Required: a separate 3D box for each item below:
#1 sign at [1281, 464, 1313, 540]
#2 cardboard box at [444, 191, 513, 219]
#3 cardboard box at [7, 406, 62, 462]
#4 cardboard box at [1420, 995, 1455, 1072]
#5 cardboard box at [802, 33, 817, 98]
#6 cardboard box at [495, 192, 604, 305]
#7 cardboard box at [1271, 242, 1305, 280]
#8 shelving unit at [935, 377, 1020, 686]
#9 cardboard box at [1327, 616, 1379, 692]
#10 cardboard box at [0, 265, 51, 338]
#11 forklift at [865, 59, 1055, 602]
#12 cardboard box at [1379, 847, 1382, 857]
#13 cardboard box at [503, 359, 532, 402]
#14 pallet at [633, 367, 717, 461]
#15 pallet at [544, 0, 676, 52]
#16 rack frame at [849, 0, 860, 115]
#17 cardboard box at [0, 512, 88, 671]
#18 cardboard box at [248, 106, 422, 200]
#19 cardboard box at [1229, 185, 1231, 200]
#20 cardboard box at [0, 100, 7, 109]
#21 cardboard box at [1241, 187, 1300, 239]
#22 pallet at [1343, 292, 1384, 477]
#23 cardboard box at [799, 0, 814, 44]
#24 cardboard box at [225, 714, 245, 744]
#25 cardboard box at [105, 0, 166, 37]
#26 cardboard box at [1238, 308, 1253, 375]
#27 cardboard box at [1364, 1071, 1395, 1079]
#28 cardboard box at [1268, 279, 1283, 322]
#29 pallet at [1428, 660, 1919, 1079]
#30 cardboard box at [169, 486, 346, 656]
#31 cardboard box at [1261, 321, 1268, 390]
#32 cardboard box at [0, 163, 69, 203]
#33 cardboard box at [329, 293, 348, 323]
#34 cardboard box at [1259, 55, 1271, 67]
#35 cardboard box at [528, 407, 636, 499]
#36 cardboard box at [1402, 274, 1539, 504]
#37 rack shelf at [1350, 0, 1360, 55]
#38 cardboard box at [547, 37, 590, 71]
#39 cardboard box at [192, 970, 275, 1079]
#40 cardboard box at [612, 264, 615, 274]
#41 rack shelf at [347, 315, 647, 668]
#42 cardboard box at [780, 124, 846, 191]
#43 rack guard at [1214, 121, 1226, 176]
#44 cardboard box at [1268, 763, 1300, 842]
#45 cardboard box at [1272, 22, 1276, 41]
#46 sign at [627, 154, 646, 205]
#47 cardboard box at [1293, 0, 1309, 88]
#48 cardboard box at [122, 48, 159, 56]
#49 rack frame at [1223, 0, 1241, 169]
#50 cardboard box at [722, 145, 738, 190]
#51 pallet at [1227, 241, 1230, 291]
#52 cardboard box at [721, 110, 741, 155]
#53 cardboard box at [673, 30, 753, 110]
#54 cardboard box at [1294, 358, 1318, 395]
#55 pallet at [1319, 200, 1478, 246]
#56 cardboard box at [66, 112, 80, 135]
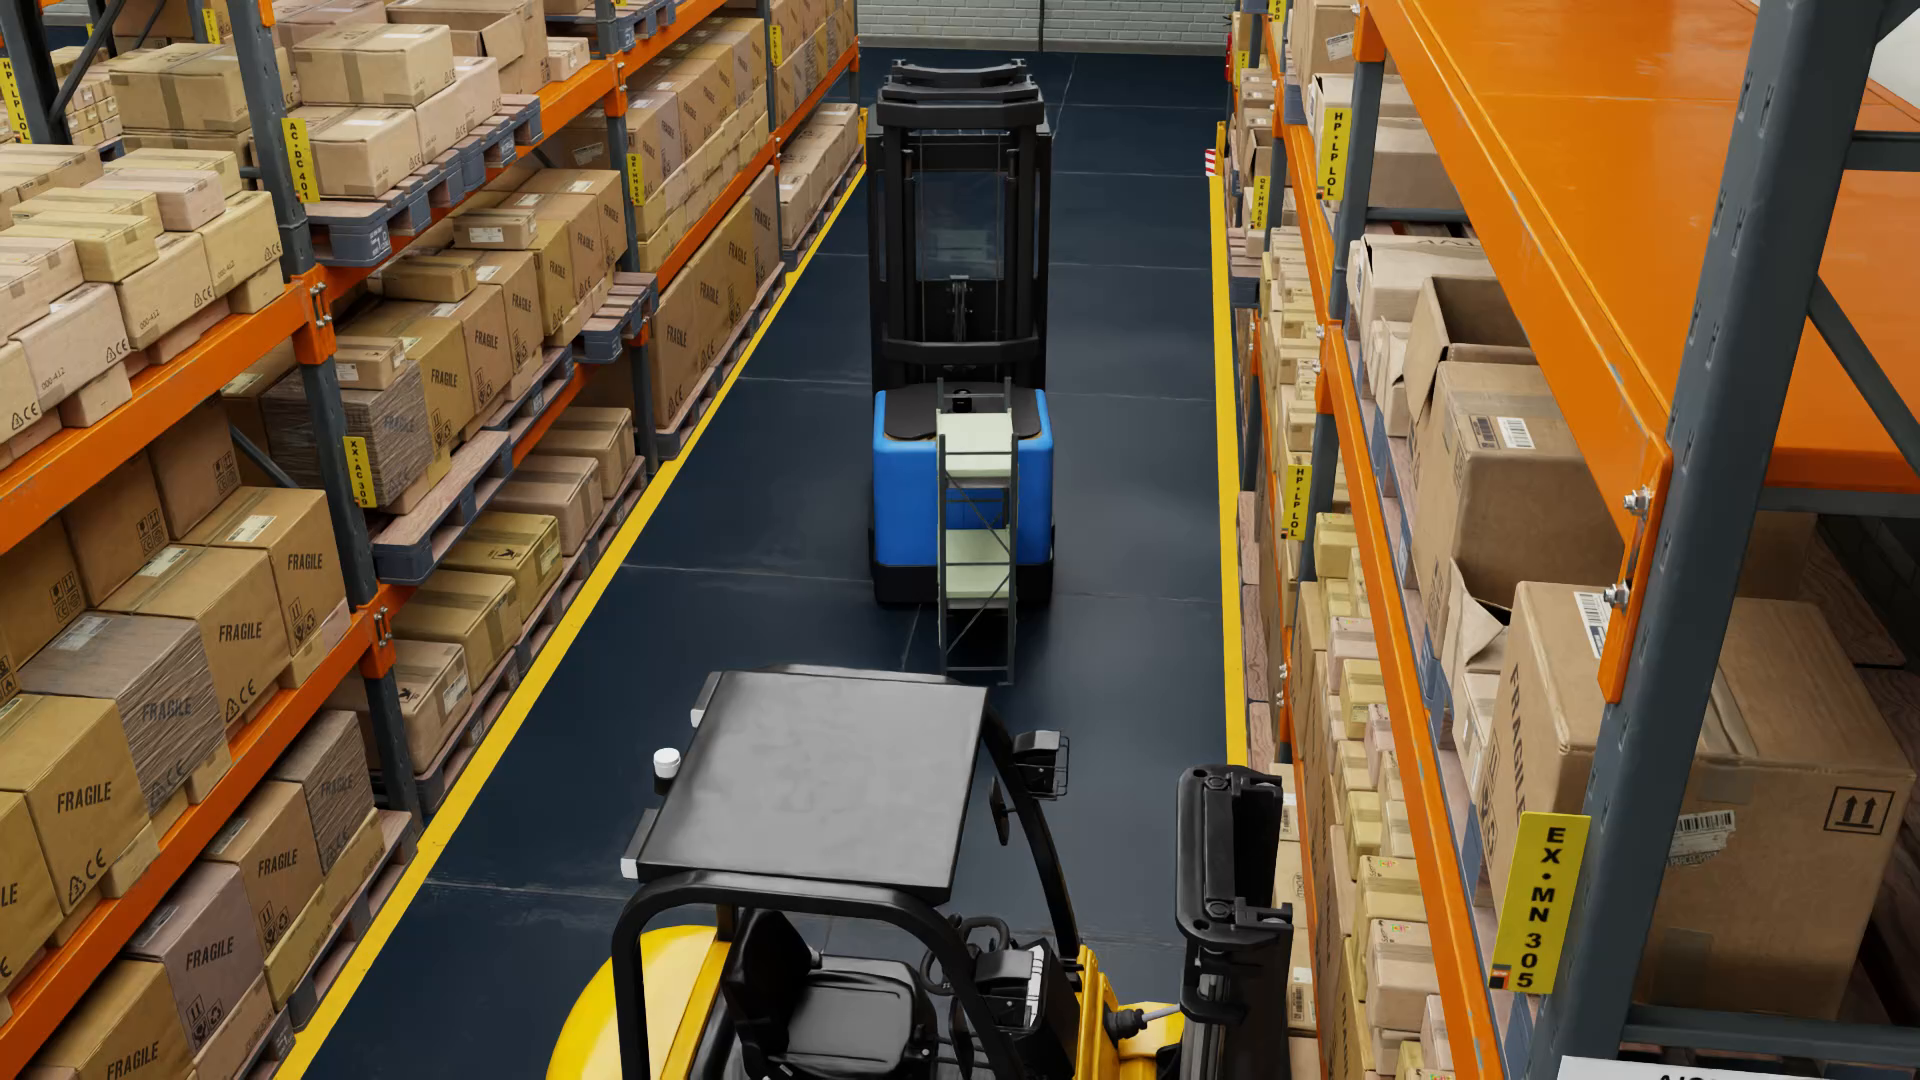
[{"bbox_3d":[1.321,-0.146,6.512,0.100,0.325,0.005,3,28,6],"label":"sign"},{"bbox_3d":[-2.917,-1.729,9.727,0.500,0.500,0.500,5,29,9],"label":"cardboard box"},{"bbox_3d":[-3.058,-0.373,5.175,0.380,0.149,0.250,4,29,7],"label":"cardboard box"},{"bbox_3d":[1.314,1.242,3.971,0.380,0.149,0.250,4,29,7],"label":"cardboard box"},{"bbox_3d":[-1.635,-4.416,15.471,0.500,0.500,0.500,4,29,7],"label":"cardboard box"},{"bbox_3d":[-2.408,-1.699,9.671,0.500,0.500,0.500,3,28,5],"label":"cardboard box"},{"bbox_3d":[1.988,-1.598,9.556,0.380,0.149,0.250,4,29,7],"label":"cardboard box"},{"bbox_3d":[0.085,-0.044,9.043,0.431,1.500,0.755,-1,28,-1],"label":"shelving unit"},{"bbox_3d":[1.429,0.393,5.548,0.380,0.149,0.250,4,29,7],"label":"cardboard box"},{"bbox_3d":[-2.980,-0.715,4.968,0.380,0.149,0.250,4,29,7],"label":"cardboard box"},{"bbox_3d":[-0.015,-1.586,10.395,1.130,2.935,3.031,-1,28,-1],"label":"forklift"},{"bbox_3d":[1.388,1.013,4.711,0.380,0.149,0.250,3,28,6],"label":"cardboard box"},{"bbox_3d":[-2.497,-0.858,8.795,0.380,0.149,0.250,4,29,8],"label":"cardboard box"},{"bbox_3d":[-2.404,-0.952,12.087,1.003,0.211,1.213,3,28,6],"label":"pallet"},{"bbox_3d":[-2.550,-3.357,10.647,1.213,0.211,1.003,5,29,9],"label":"pallet"},{"bbox_3d":[-1.596,-5.579,17.735,1.000,3.000,0.127,3,28,6],"label":"rack frame"},{"bbox_3d":[-3.508,0.123,5.678,0.700,0.500,0.500,3,28,5],"label":"cardboard box"},{"bbox_3d":[-2.596,-1.622,6.942,0.500,0.250,0.500,3,28,5],"label":"cardboard box"},{"bbox_3d":[2.855,-3.451,15.978,0.500,0.500,0.500,4,29,7],"label":"cardboard box"},{"bbox_3d":[-7.093,-3.215,12.541,0.380,0.149,0.250,4,29,8],"label":"cardboard box"},{"bbox_3d":[2.159,-2.161,11.106,0.500,0.250,0.500,2,28,4],"label":"cardboard box"},{"bbox_3d":[1.782,-0.522,5.280,1.003,0.211,1.213,3,28,6],"label":"pallet"},{"bbox_3d":[-1.645,-4.868,15.256,0.500,0.500,0.500,4,29,7],"label":"cardboard box"},{"bbox_3d":[-2.980,0.702,6.342,0.380,0.149,0.250,3,28,5],"label":"cardboard box"},{"bbox_3d":[-7.222,-4.788,14.794,0.500,0.500,0.500,2,28,4],"label":"cardboard box"},{"bbox_3d":[2.368,-1.550,12.449,0.500,0.500,0.500,2,28,4],"label":"cardboard box"},{"bbox_3d":[1.243,1.704,4.110,0.500,0.500,0.500,4,29,8],"label":"cardboard box"},{"bbox_3d":[1.992,-1.250,9.331,0.500,0.250,0.500,4,29,8],"label":"cardboard box"},{"bbox_3d":[1.483,0.626,3.148,1.003,0.211,1.213,3,28,6],"label":"pallet"},{"bbox_3d":[-2.874,0.118,6.741,0.500,0.500,0.500,3,28,5],"label":"cardboard box"},{"bbox_3d":[1.987,-1.029,9.449,0.500,0.250,0.500,3,28,5],"label":"cardboard box"},{"bbox_3d":[-3.431,-1.238,5.939,0.380,0.149,0.250,4,29,8],"label":"cardboard box"},{"bbox_3d":[-3.162,-1.131,7.934,0.380,0.149,0.250,3,28,5],"label":"cardboard box"},{"bbox_3d":[2.782,-4.199,15.018,0.500,0.250,0.500,3,28,6],"label":"cardboard box"},{"bbox_3d":[-2.655,-0.576,10.776,0.950,0.372,0.625,1,28,3],"label":"cardboard box"},{"bbox_3d":[1.517,-0.328,4.168,0.797,0.503,0.637,4,29,8],"label":"cardboard box"},{"bbox_3d":[2.106,-2.734,7.308,1.077,0.370,4.000,3,28,6],"label":"rack shelf"},{"bbox_3d":[-2.406,-2.863,9.796,0.380,0.149,0.250,3,28,6],"label":"cardboard box"},{"bbox_3d":[-2.994,1.879,6.347,0.500,0.250,0.500,4,29,7],"label":"cardboard box"},{"bbox_3d":[-2.382,-1.720,10.394,0.380,0.149,0.250,4,29,8],"label":"cardboard box"},{"bbox_3d":[-2.821,-0.555,9.168,1.077,0.370,4.000,3,28,6],"label":"rack shelf"},{"bbox_3d":[-1.681,-3.888,16.855,0.875,0.438,0.875,4,29,8],"label":"cardboard box"},{"bbox_3d":[3.322,-4.156,17.730,1.175,0.500,0.348,3,28,6],"label":"rack guard"},{"bbox_3d":[1.490,1.151,6.645,0.500,0.250,0.500,3,28,5],"label":"cardboard box"},{"bbox_3d":[2.234,-3.274,10.451,0.500,0.250,0.500,3,29,6],"label":"cardboard box"},{"bbox_3d":[-2.036,-2.261,10.439,0.100,0.325,0.005,3,28,6],"label":"sign"},{"bbox_3d":[2.058,-2.550,8.296,0.700,0.500,0.500,3,28,5],"label":"cardboard box"},{"bbox_3d":[-6.866,-4.072,14.133,0.380,0.149,0.250,5,29,9],"label":"cardboard box"},{"bbox_3d":[3.331,-5.292,17.203,1.000,3.000,0.127,3,28,6],"label":"rack frame"},{"bbox_3d":[-2.035,-2.928,12.973,0.500,0.250,0.500,3,28,5],"label":"cardboard box"},{"bbox_3d":[2.926,-2.505,14.969,1.003,0.211,1.213,3,28,6],"label":"pallet"},{"bbox_3d":[-2.010,-3.149,12.855,0.500,0.250,0.500,4,29,7],"label":"cardboard box"},{"bbox_3d":[-1.947,-3.712,13.109,0.500,0.500,0.500,4,29,7],"label":"cardboard box"},{"bbox_3d":[1.810,-0.750,7.983,0.380,0.149,0.250,4,29,7],"label":"cardboard box"},{"bbox_3d":[1.956,-1.296,6.824,0.805,0.209,1.217,2,28,4],"label":"pallet"},{"bbox_3d":[-7.057,-3.208,12.843,0.380,0.149,0.250,4,29,8],"label":"cardboard box"}]
